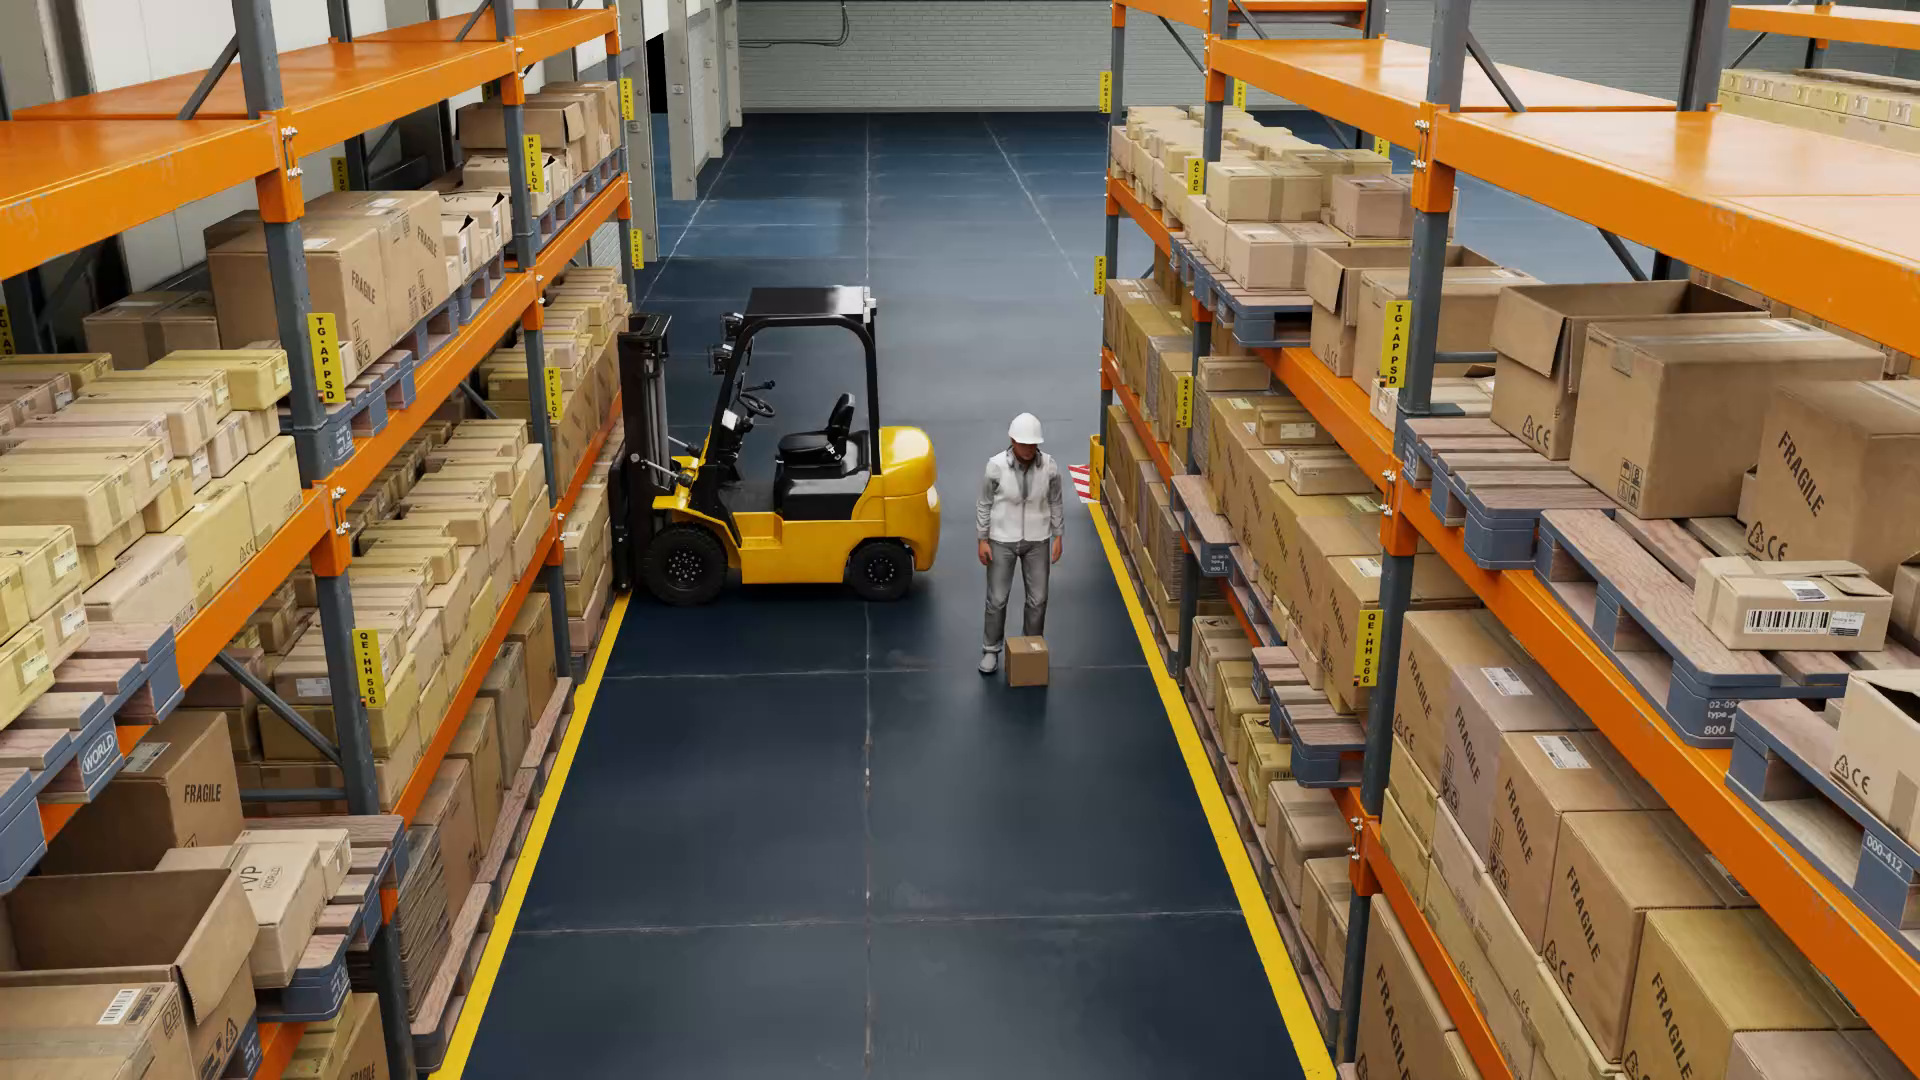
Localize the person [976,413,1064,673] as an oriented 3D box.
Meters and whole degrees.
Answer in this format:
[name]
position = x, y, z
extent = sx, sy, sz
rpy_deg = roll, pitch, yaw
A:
[person]
position = 0.399, 0.004, 11.026
extent = 0.588, 1.771, 0.465
rpy_deg = -3, 20, -8
